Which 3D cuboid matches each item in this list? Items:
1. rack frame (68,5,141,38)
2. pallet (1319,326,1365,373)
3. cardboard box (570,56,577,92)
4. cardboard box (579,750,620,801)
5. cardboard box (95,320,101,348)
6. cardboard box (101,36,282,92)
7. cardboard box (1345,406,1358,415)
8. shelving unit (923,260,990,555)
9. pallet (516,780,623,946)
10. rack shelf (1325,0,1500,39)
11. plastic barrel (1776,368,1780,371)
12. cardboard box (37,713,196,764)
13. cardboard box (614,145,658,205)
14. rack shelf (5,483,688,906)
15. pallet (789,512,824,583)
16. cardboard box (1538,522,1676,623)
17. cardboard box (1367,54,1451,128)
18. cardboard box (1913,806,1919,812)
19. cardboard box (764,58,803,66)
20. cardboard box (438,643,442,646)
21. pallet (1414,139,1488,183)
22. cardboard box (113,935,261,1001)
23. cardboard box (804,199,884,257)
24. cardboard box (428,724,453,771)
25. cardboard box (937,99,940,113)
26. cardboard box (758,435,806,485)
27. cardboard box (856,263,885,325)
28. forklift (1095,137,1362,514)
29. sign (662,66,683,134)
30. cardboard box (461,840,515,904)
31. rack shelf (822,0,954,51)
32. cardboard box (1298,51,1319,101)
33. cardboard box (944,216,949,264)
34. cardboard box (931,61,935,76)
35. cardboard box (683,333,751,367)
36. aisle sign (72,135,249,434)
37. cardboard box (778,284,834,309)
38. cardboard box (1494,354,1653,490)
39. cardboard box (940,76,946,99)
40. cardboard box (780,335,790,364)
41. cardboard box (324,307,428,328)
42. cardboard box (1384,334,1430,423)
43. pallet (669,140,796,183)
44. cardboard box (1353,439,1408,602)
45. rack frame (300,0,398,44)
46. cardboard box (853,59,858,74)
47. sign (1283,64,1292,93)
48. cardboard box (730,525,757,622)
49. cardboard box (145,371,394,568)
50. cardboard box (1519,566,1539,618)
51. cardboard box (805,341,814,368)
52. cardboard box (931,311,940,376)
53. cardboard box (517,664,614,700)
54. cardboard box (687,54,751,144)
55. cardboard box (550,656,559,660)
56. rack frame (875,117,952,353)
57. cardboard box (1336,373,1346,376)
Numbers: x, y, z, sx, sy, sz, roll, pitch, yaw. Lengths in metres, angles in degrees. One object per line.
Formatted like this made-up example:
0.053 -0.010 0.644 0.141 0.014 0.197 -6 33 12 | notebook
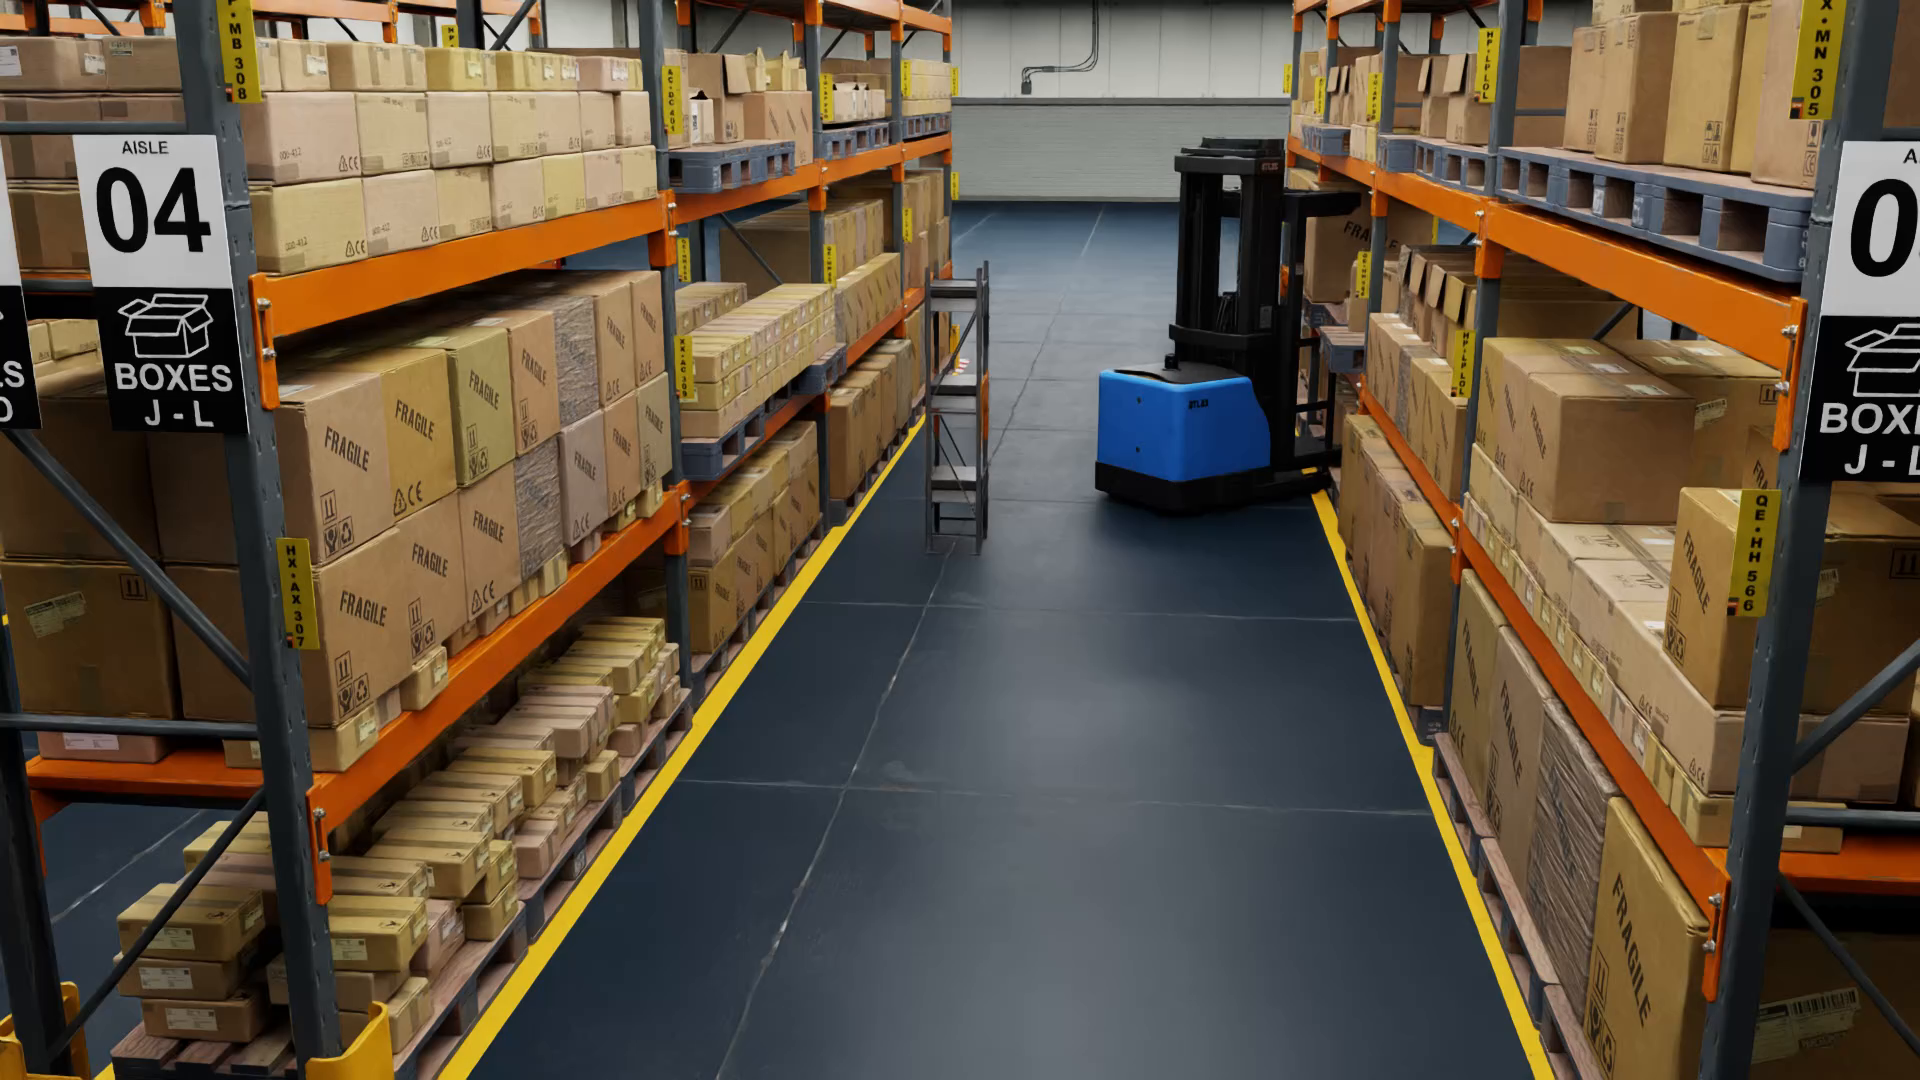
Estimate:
-10.468 -6.756 20.407 1.000 3.000 0.127 2 15 6 | rack frame
3.383 -1.443 12.621 1.213 0.211 1.003 2 15 6 | pallet
-1.875 -2.005 7.149 0.380 0.149 0.250 2 15 8 | cardboard box
-1.782 1.071 7.612 0.380 0.149 0.250 2 15 6 | cardboard box
-6.294 -1.543 11.950 0.500 0.250 0.500 1 15 5 | cardboard box
-2.148 -1.332 4.661 0.380 0.149 0.250 2 15 6 | cardboard box
3.572 -0.819 13.892 0.700 0.500 0.500 3 15 11 | cardboard box
-0.019 -0.971 12.229 0.431 2.100 0.503 2 15 6 | shelving unit
-2.135 1.356 7.244 1.003 0.211 1.213 2 15 6 | pallet
3.635 -4.222 13.182 1.077 0.370 4.000 2 15 6 | rack shelf
9.178 -1.976 18.184 0.421 0.512 0.421 0 15 0 | plastic barrel
-2.655 0.583 5.241 0.380 0.149 0.250 2 15 6 | cardboard box
-1.746 -1.723 7.829 0.500 0.250 0.500 2 15 8 | cardboard box
-2.185 0.383 6.877 1.077 0.370 4.000 2 15 6 | rack shelf
-1.598 0.028 12.152 1.003 0.211 1.213 2 15 6 | pallet
2.467 0.123 6.176 0.500 0.250 0.500 2 15 6 | cardboard box
3.214 -3.217 11.916 0.500 0.500 0.500 2 15 8 | cardboard box
2.874 0.766 4.564 0.380 0.149 0.250 2 15 7 | cardboard box
-1.590 -3.727 13.763 0.500 0.500 0.500 2 15 6 | cardboard box
-2.084 0.395 5.937 0.380 0.149 0.250 2 15 9 | cardboard box
3.266 -2.246 9.837 1.003 0.211 1.213 2 15 9 | pallet
-2.635 1.439 5.680 0.380 0.149 0.250 1 15 5 | cardboard box
-1.107 -2.960 15.754 0.700 0.500 0.500 1 15 5 | cardboard box
-2.406 0.891 7.137 0.380 0.149 0.250 2 15 7 | cardboard box
-0.421 -4.813 18.452 0.380 0.149 0.250 1 15 5 | cardboard box
-1.371 -0.562 11.541 0.500 0.250 0.500 2 15 7 | cardboard box
-0.964 -2.201 14.862 0.500 0.500 0.500 2 15 7 | cardboard box
2.631 -1.906 14.096 3.031 2.935 1.130 -11 18 -34 | forklift
-1.419 -2.166 8.190 0.100 0.325 0.005 2 15 6 | sign
-1.933 1.257 6.353 0.380 0.149 0.250 2 15 8 | cardboard box
-0.831 -5.432 17.656 1.077 0.370 4.000 2 15 6 | rack shelf
3.876 -4.927 17.671 0.500 0.500 0.500 2 15 6 | cardboard box
-0.602 -3.570 19.831 0.875 0.550 0.550 2 15 6 | cardboard box
-0.478 -5.065 17.857 0.380 0.149 0.250 2 15 7 | cardboard box
-1.401 -1.079 9.443 0.380 0.149 0.250 2 15 7 | cardboard box
-2.121 -0.673 4.422 0.394 0.787 0.004 2 15 6 | aisle sign
-1.108 -1.748 11.918 0.380 0.149 0.250 1 15 4 | cardboard box
2.586 -0.500 7.044 0.500 0.500 0.500 2 15 6 | cardboard box
-0.440 -5.100 18.753 0.500 0.250 0.500 2 15 6 | cardboard box
-1.283 -1.202 10.468 0.380 0.149 0.250 1 15 5 | cardboard box
-2.443 -0.650 6.641 0.500 0.500 0.500 1 15 4 | cardboard box
2.973 -1.011 10.464 0.500 0.500 0.500 1 15 5 | cardboard box
-1.670 -2.266 9.910 1.213 0.211 1.003 2 15 6 | pallet
3.202 -0.116 10.609 1.225 0.875 0.875 2 15 6 | cardboard box
-5.986 -5.573 16.034 1.000 3.000 0.127 2 15 6 | rack frame
-1.246 -4.820 16.952 0.380 0.149 0.250 2 15 7 | cardboard box
3.772 -5.309 19.127 0.100 0.325 0.005 2 15 6 | sign
-1.554 0.200 10.160 0.500 0.500 0.500 2 15 9 | cardboard box
-2.096 -0.229 5.084 0.500 0.500 0.500 2 15 6 | cardboard box
2.448 0.214 6.606 0.380 0.149 0.250 2 15 7 | cardboard box
-1.197 -1.265 11.269 0.380 0.149 0.250 1 15 6 | cardboard box
-0.713 -2.366 18.932 0.875 0.875 0.875 1 15 5 | cardboard box
-1.858 0.701 7.842 0.380 0.149 0.250 2 15 8 | cardboard box
-1.655 -2.580 9.709 0.797 0.503 0.637 1 15 6 | cardboard box
-2.318 0.632 8.667 0.380 0.149 0.250 2 15 9 | cardboard box
-0.605 -3.595 20.211 1.000 3.000 0.127 2 15 6 | rack frame
3.945 -1.484 16.388 0.500 0.500 0.500 1 15 5 | cardboard box
